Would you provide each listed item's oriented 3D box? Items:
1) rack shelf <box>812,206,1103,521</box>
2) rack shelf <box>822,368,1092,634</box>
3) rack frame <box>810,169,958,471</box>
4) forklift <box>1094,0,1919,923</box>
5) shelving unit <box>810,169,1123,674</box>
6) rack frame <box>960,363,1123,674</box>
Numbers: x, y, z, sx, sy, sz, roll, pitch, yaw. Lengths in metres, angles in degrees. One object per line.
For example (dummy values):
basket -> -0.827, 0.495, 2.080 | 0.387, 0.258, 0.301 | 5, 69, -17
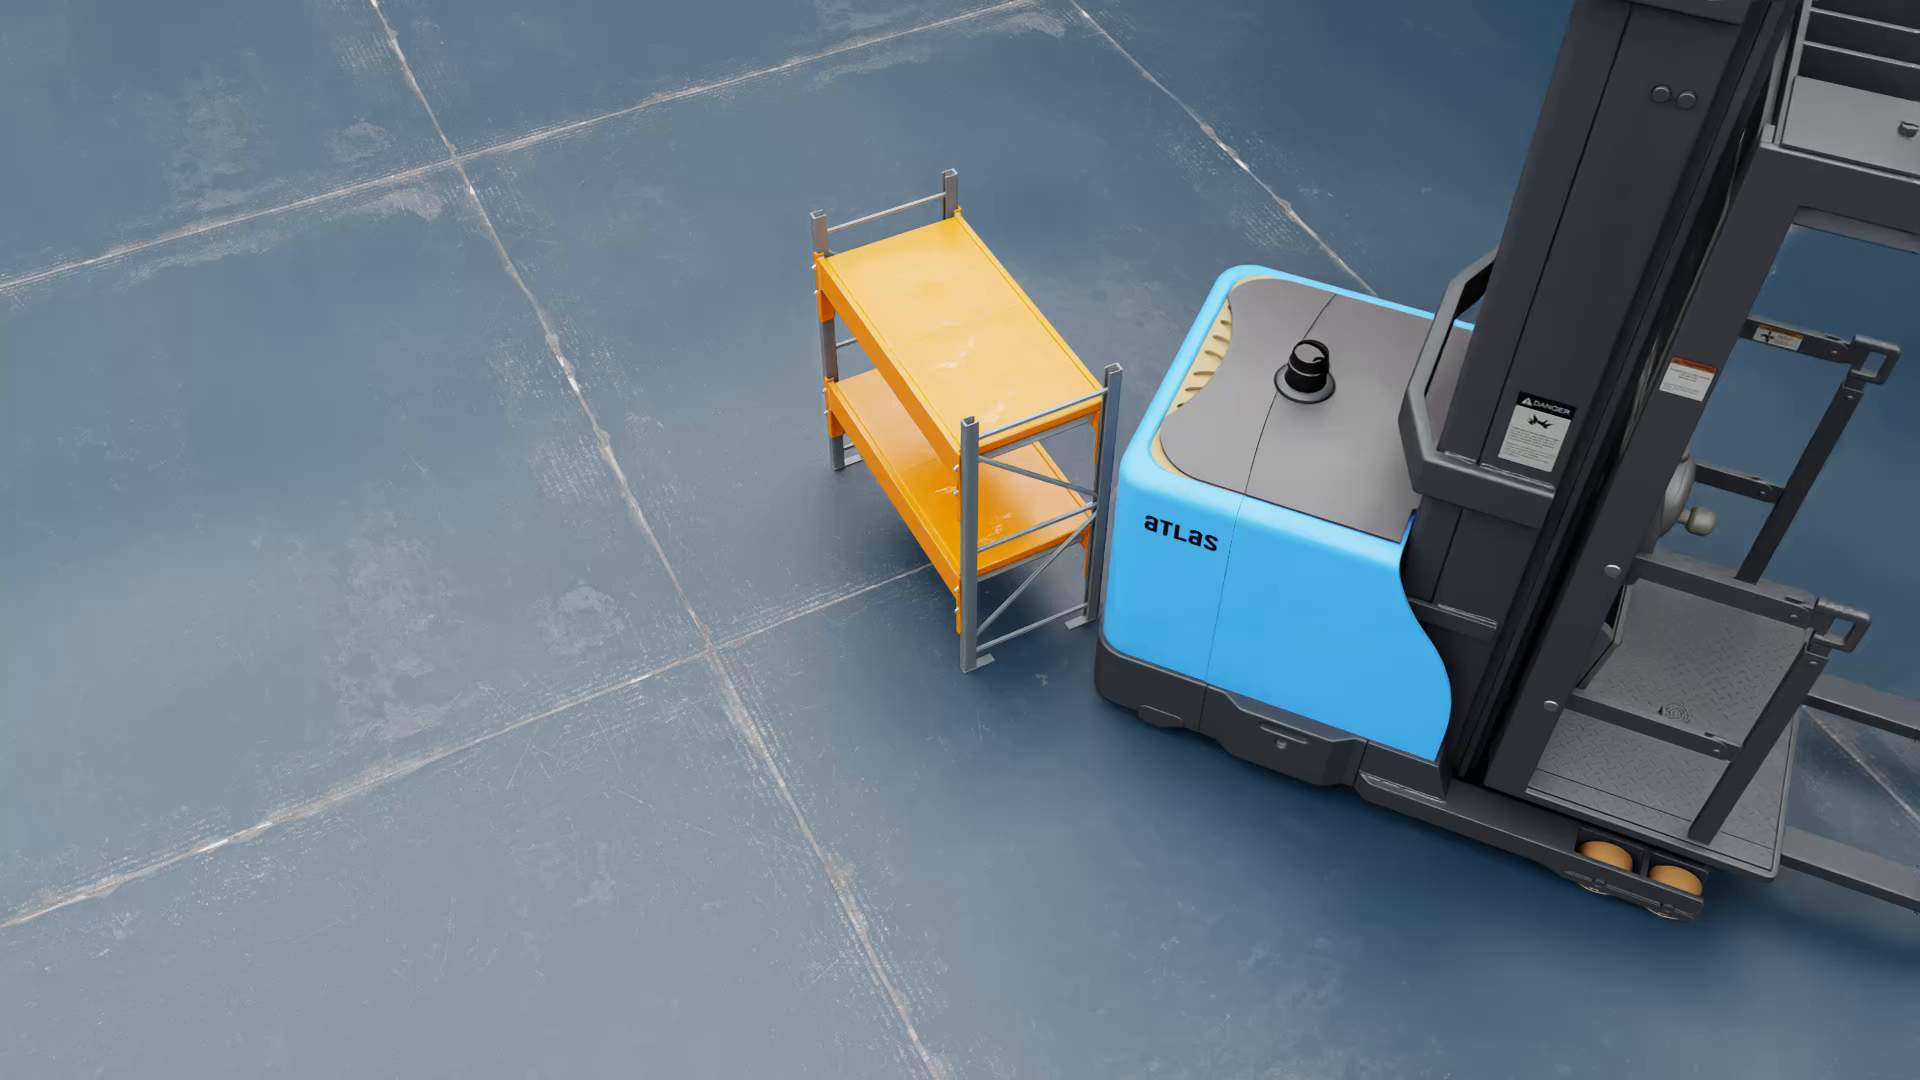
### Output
rack shelf -> -0.003, -0.568, 5.110 | 0.538, 0.278, 1.000 | -21, 52, -18
rack shelf -> -0.003, -0.214, 5.515 | 0.538, 0.278, 1.000 | -21, 52, -18
rack frame -> -0.236, -0.715, 5.628 | 0.500, 1.125, 0.032 | -21, 52, -18
forklift -> 1.986, -0.334, 4.095 | 3.031, 2.935, 1.130 | 19, 51, 16
shelving unit -> -0.003, -0.375, 5.331 | 0.538, 1.125, 1.048 | -21, 52, -18
rack frame -> 0.230, -0.035, 5.033 | 0.500, 1.125, 0.032 | -21, 52, -18
